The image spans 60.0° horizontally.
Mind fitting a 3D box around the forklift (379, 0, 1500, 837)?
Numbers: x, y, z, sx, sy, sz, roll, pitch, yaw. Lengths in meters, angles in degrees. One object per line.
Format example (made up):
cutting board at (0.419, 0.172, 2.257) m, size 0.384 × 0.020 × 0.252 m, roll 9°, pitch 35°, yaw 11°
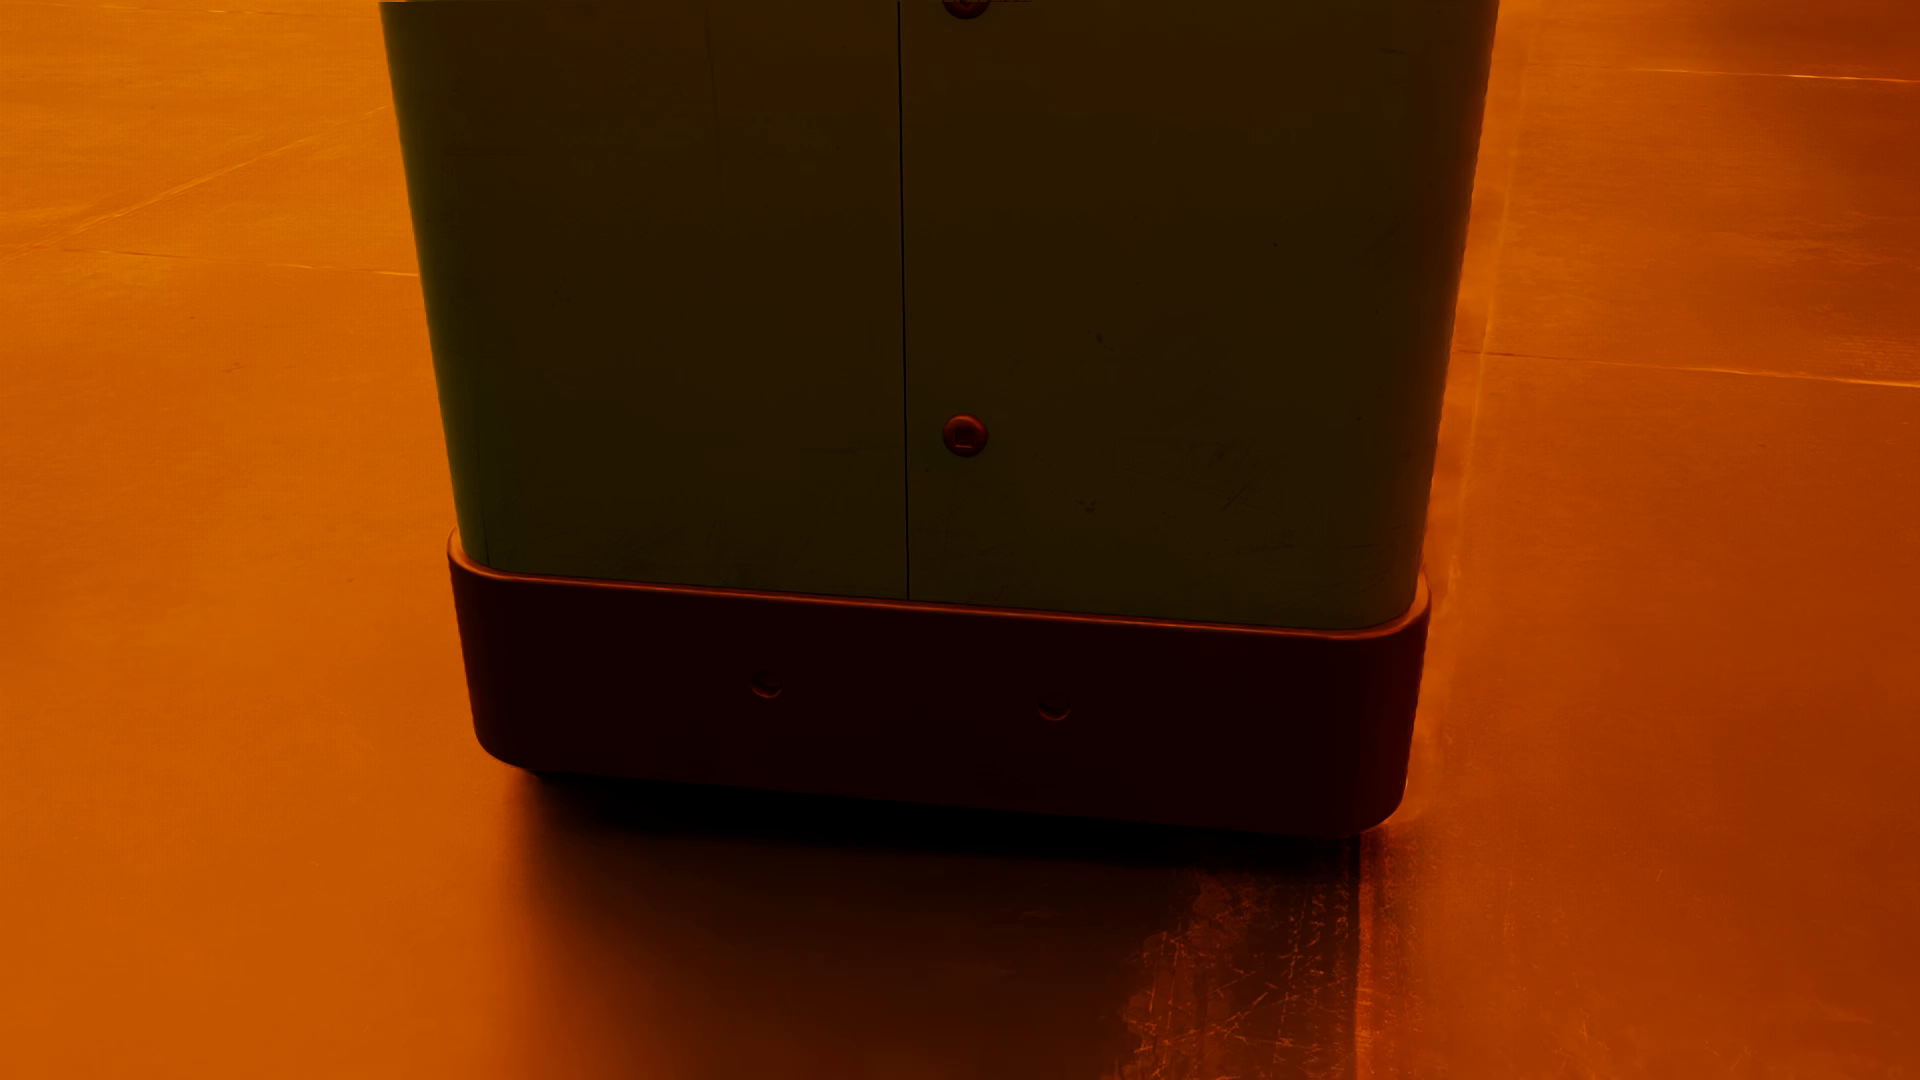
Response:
forklift at (0.165, -1.638, 2.492) m, size 1.130 × 2.935 × 3.031 m, roll 4°, pitch 27°, yaw 7°
